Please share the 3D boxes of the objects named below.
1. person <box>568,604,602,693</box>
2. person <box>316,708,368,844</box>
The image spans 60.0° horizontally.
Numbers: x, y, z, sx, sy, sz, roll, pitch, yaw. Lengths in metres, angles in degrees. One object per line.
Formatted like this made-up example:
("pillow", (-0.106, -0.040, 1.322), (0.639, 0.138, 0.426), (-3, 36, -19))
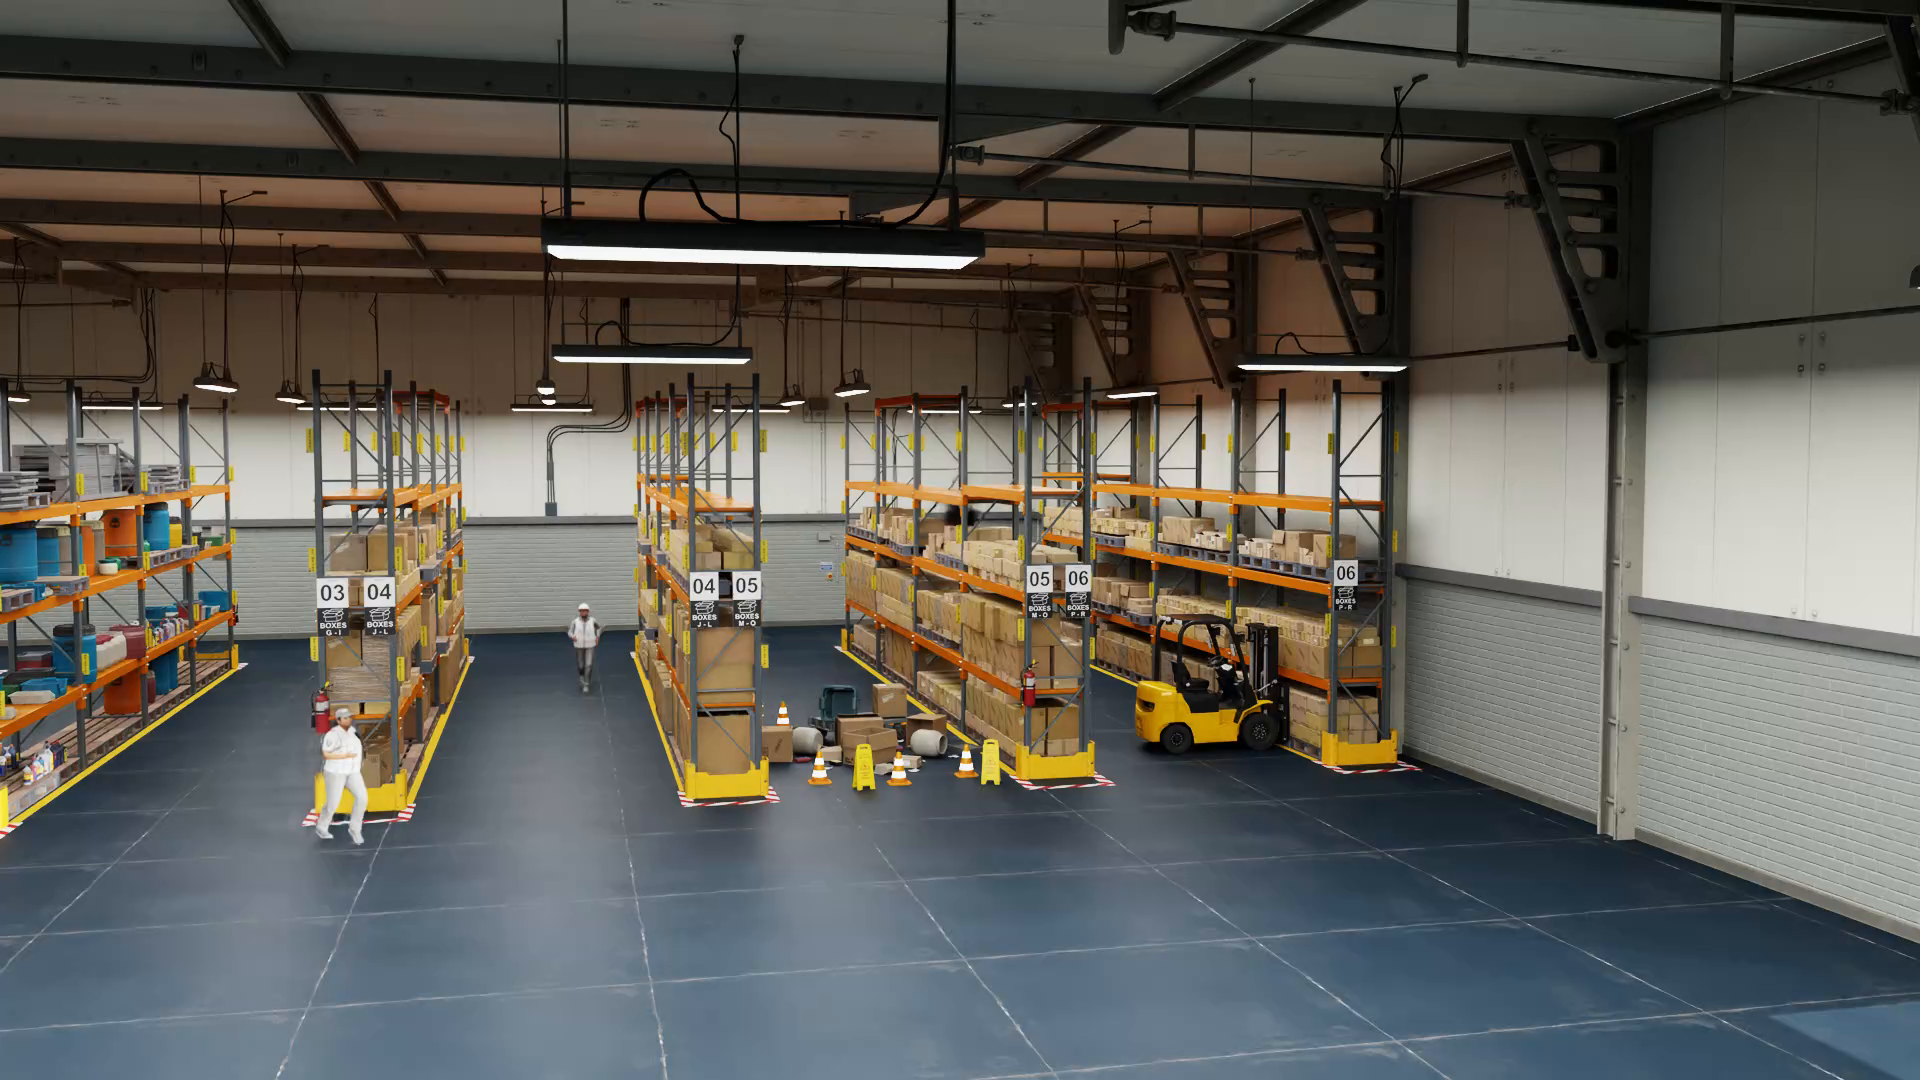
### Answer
("person", (-7.622, 2.176, 33.795), (0.674, 1.775, 0.937), (-1, 3, -9))
("person", (-7.761, 2.967, 20.900), (0.694, 1.721, 0.601), (2, 4, 31))
